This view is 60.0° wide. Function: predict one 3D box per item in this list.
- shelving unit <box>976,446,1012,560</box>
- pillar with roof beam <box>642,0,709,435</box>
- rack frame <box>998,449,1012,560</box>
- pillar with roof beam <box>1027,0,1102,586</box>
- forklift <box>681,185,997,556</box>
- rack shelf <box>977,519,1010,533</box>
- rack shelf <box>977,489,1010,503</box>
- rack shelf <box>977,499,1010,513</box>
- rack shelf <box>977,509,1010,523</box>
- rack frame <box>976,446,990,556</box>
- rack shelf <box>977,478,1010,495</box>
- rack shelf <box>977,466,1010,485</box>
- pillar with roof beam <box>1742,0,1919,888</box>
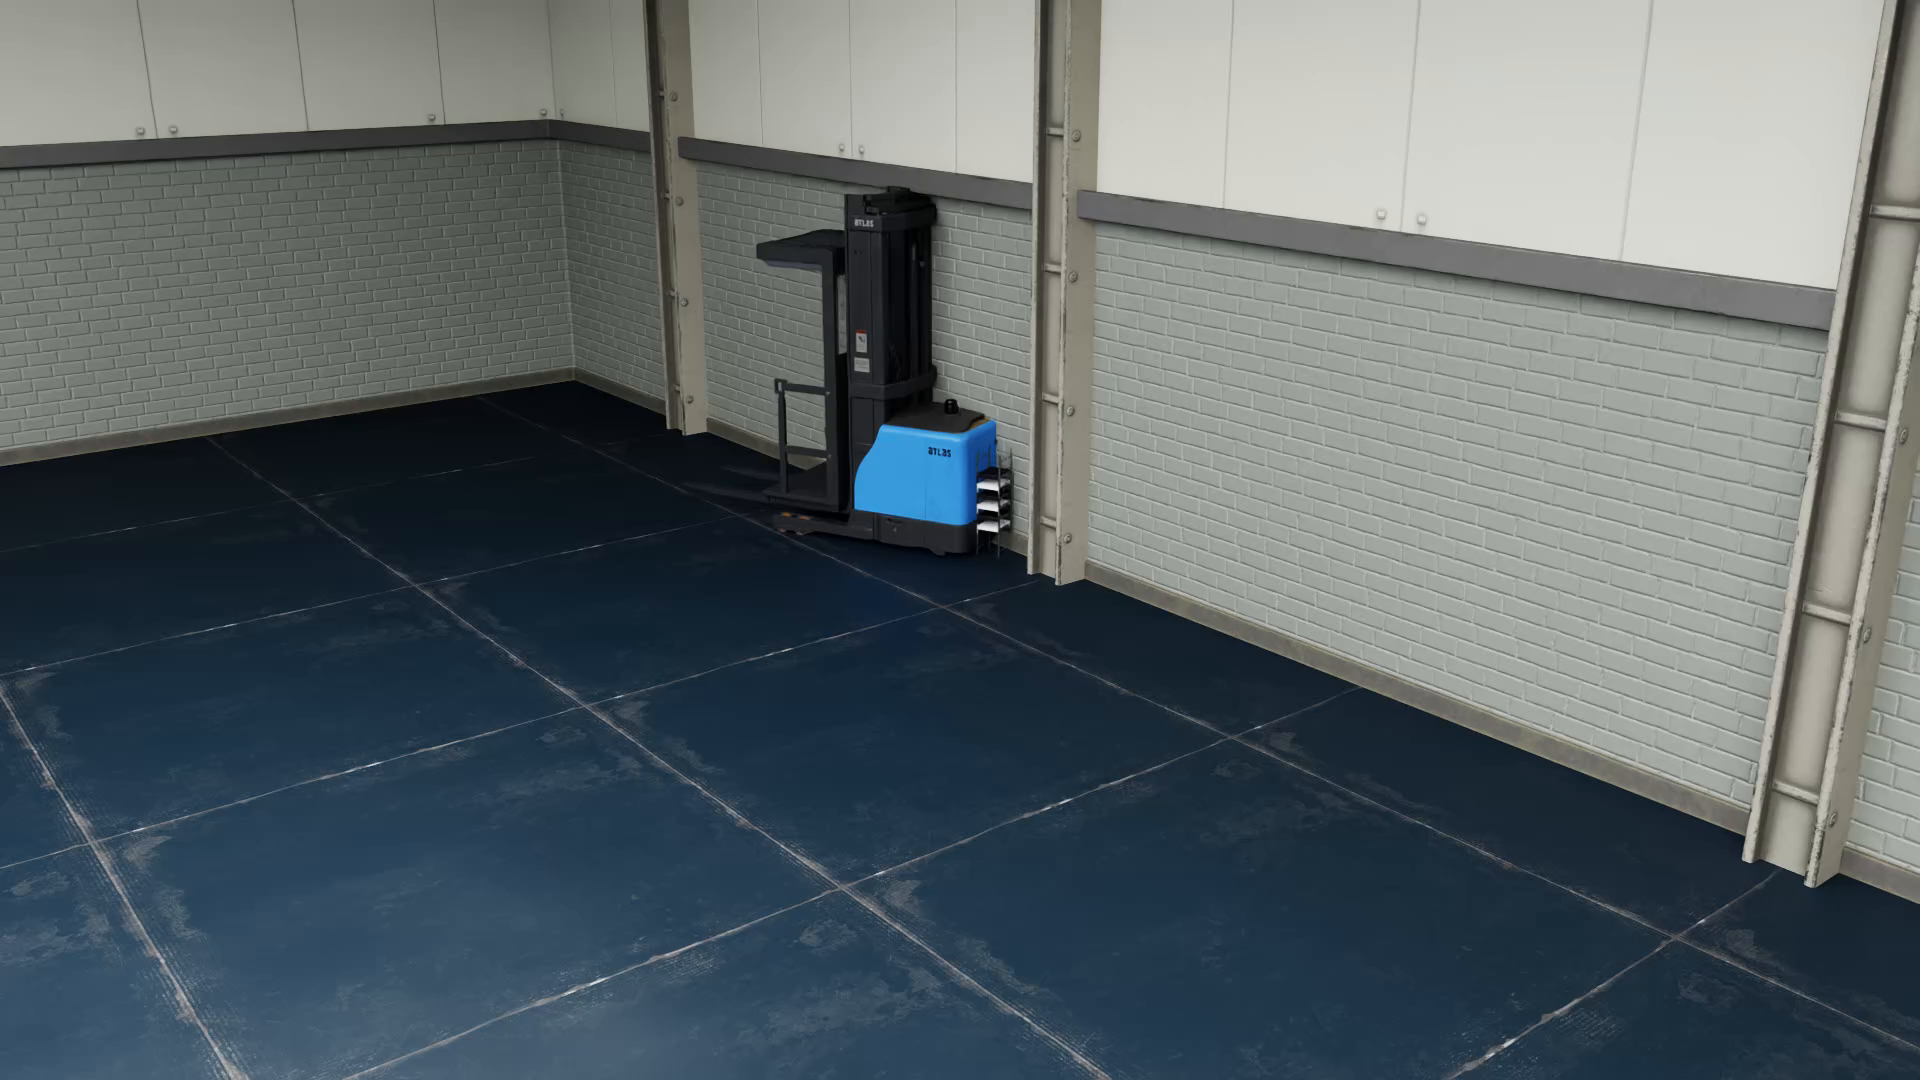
[{"bbox_3d":[0.285,-0.312,13.874,0.210,0.900,0.258,9,21,26],"label":"shelving unit"},{"bbox_3d":[-6.312,-4.624,14.011,9.100,9.000,0.400,-14,23,-36],"label":"pillar with roof beam"},{"bbox_3d":[0.375,-0.297,13.828,0.006,0.900,0.240,9,21,26],"label":"rack frame"},{"bbox_3d":[-2.586,-3.146,9.546,9.100,9.000,0.400,-14,23,-36],"label":"pillar with roof beam"},{"bbox_3d":[-1.061,-1.568,14.434,3.031,2.935,1.130,9,21,26],"label":"forklift"},{"bbox_3d":[0.285,-0.110,13.941,0.200,0.077,0.258,9,21,26],"label":"rack shelf"},{"bbox_3d":[0.285,-0.366,13.856,0.200,0.077,0.258,9,21,26],"label":"rack shelf"},{"bbox_3d":[0.285,-0.281,13.884,0.200,0.077,0.258,9,21,26],"label":"rack shelf"},{"bbox_3d":[0.285,-0.195,13.912,0.200,0.077,0.258,9,21,26],"label":"rack shelf"},{"bbox_3d":[0.195,-0.327,13.919,0.006,0.900,0.240,9,21,26],"label":"rack frame"},{"bbox_3d":[0.285,-0.451,13.827,0.200,0.077,0.258,9,21,26],"label":"rack shelf"},{"bbox_3d":[0.285,-0.537,13.799,0.200,0.077,0.258,9,21,26],"label":"rack shelf"},{"bbox_3d":[1.139,-1.667,5.081,9.100,9.000,0.400,-14,23,-36],"label":"pillar with roof beam"}]
